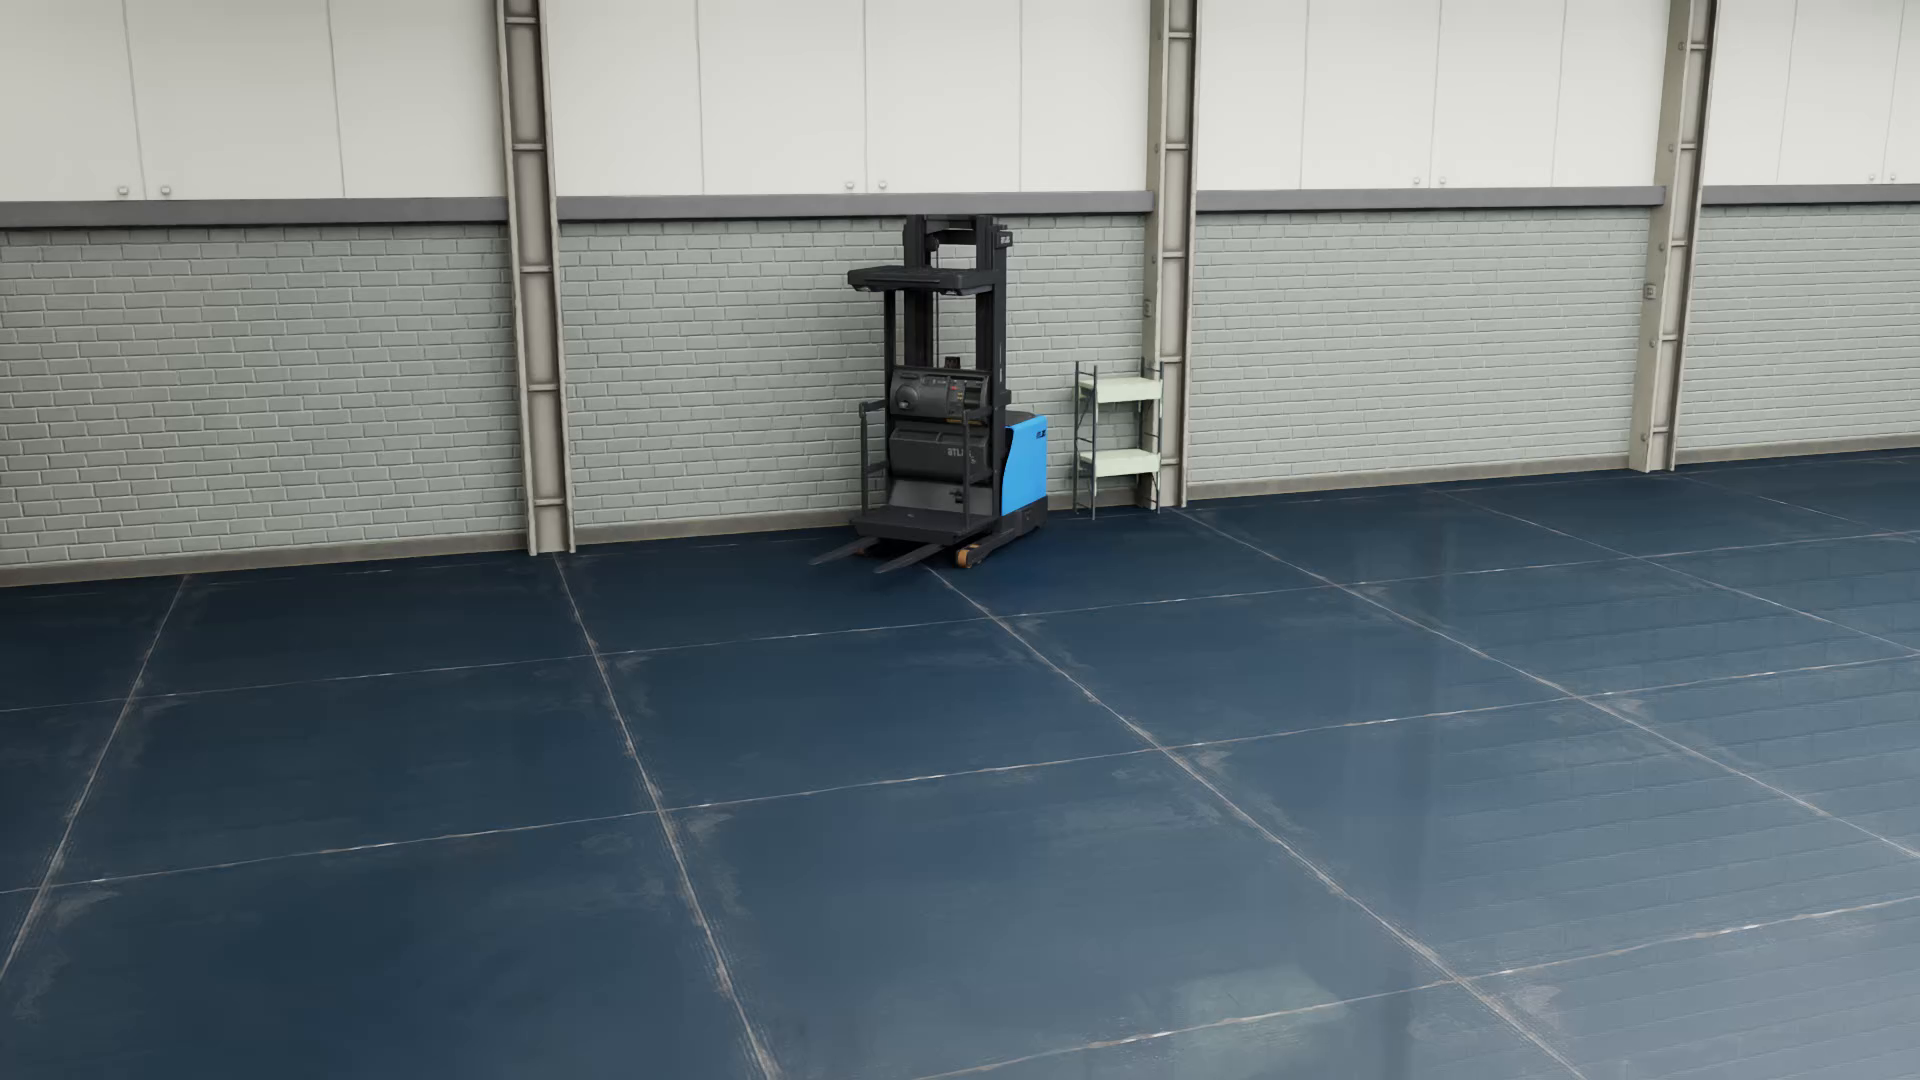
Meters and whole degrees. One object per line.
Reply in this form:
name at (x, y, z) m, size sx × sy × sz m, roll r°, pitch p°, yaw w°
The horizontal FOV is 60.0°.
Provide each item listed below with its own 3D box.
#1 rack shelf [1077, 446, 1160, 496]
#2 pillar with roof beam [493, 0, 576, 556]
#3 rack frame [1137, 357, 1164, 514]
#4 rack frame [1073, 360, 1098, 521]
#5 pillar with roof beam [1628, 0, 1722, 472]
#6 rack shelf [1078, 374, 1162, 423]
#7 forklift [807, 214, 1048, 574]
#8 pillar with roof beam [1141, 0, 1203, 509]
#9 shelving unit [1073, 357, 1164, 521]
rack shelf at (1.538, -0.679, 16.271) m, size 0.720 × 0.370 × 0.431 m, roll -6°, pitch 15°, yaw -24°
pillar with roof beam at (-2.281, -3.344, 9.861) m, size 0.400 × 9.000 × 9.100 m, roll -4°, pitch 14°, yaw -18°
rack frame at (1.871, -1.032, 16.344) m, size 0.023 × 1.500 × 0.400 m, roll -6°, pitch 15°, yaw -24°
rack frame at (1.206, -0.961, 16.046) m, size 0.023 × 1.500 × 0.400 m, roll -6°, pitch 15°, yaw -24°
pillar with roof beam at (9.092, -4.229, 13.585) m, size 0.400 × 9.000 × 9.100 m, roll -4°, pitch 14°, yaw -18°
rack shelf at (1.539, -1.376, 16.104) m, size 0.720 × 0.370 × 0.431 m, roll -6°, pitch 15°, yaw -24°
forklift at (-0.274, -1.297, 14.367) m, size 1.130 × 2.935 × 3.031 m, roll 6°, pitch 15°, yaw 25°
pillar with roof beam at (3.406, -3.787, 11.723) m, size 0.400 × 9.000 × 9.100 m, roll -4°, pitch 14°, yaw -18°
shelving unit at (1.538, -0.996, 16.195) m, size 0.755 × 1.500 × 0.431 m, roll -6°, pitch 15°, yaw -24°
